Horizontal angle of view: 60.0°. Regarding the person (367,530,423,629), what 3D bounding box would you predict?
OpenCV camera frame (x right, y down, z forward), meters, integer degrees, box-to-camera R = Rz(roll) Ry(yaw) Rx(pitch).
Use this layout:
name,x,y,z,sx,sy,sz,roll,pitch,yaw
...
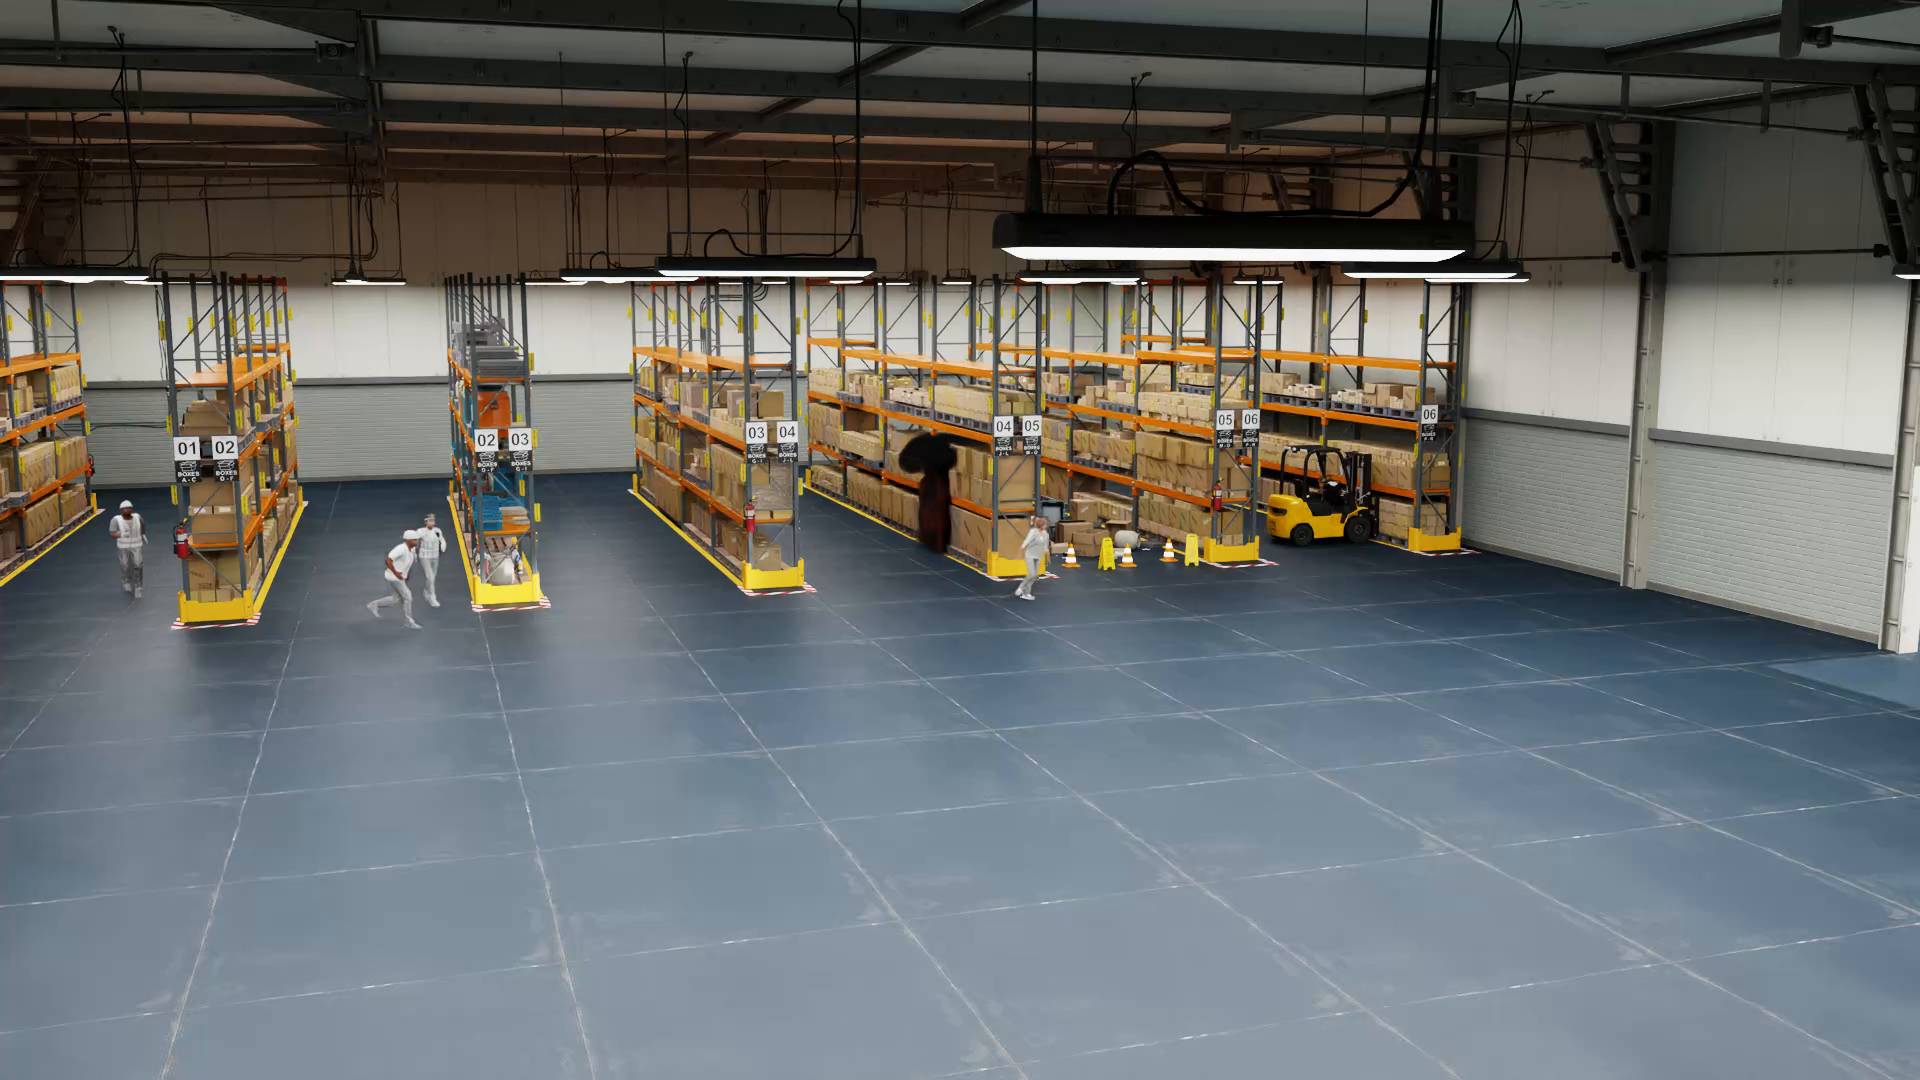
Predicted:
name,x,y,z,sx,sy,sz,roll,pitch,yaw
person,-9.582,0.682,28.127,0.994,1.708,0.710,1,9,6

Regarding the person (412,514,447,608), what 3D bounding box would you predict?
name,x,y,z,sx,sy,sz,roll,pitch,yaw
person,-9.657,0.339,30.238,0.630,1.689,0.793,-8,12,-42

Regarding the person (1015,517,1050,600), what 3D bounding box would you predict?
name,x,y,z,sx,sy,sz,roll,pitch,yaw
person,1.347,0.343,30.734,0.569,1.558,0.534,-7,11,-39

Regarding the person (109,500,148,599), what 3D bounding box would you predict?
name,x,y,z,sx,sy,sz,roll,pitch,yaw
person,-15.492,0.172,31.023,0.641,1.843,0.878,-5,10,-30

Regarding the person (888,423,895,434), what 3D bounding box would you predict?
name,x,y,z,sx,sy,sz,roll,pitch,yaw
person,-2.020,-2.843,51.708,0.623,1.569,0.541,-5,10,-31
